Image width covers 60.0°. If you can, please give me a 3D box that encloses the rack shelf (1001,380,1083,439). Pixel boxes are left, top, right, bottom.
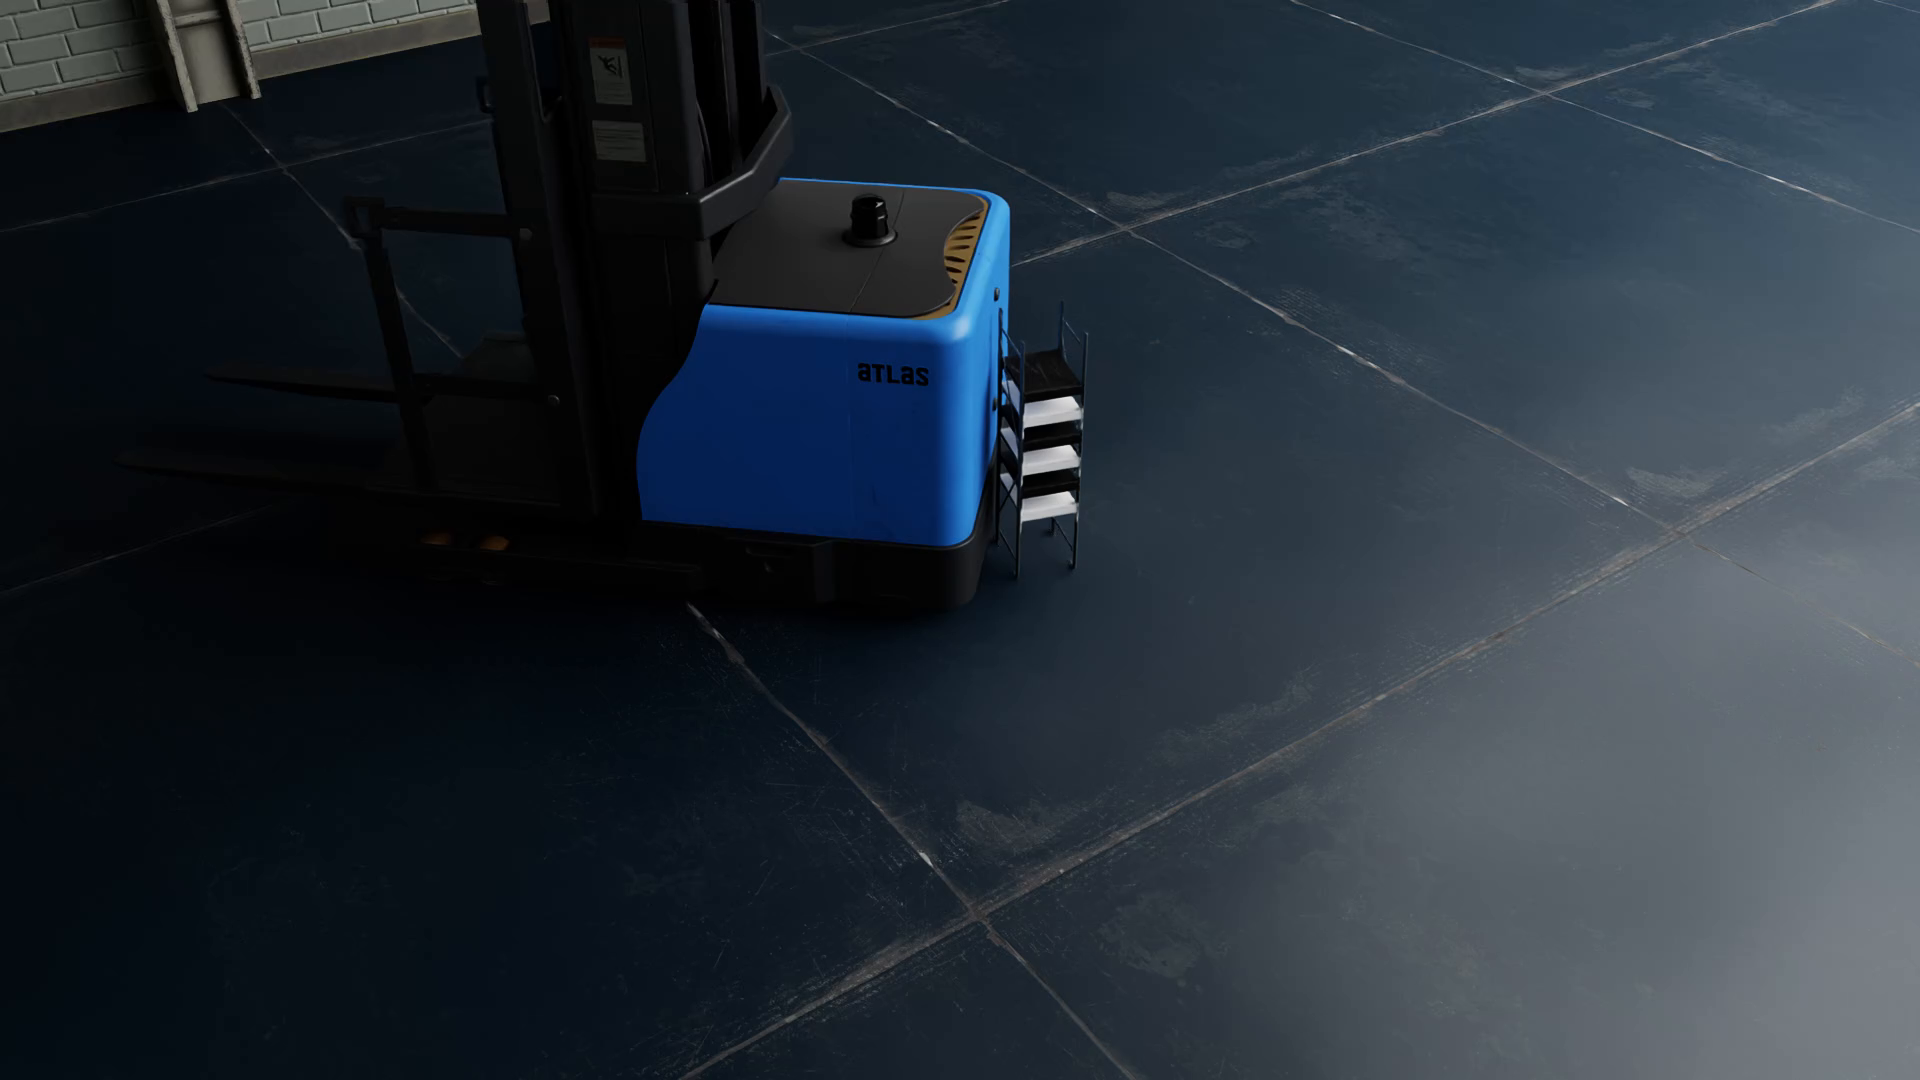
[{"bbox_3d":[0.257,-0.434,5.332,0.200,0.077,0.258,-10,37,-14],"label":"rack shelf"}]

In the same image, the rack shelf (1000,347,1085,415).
[{"bbox_3d":[0.257,-0.507,5.279,0.200,0.077,0.258,-10,37,-14],"label":"rack shelf"}]

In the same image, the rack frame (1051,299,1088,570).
[{"bbox_3d":[0.355,-0.332,5.441,0.006,0.900,0.240,-10,37,-14],"label":"rack frame"}]

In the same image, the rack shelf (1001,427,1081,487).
[{"bbox_3d":[0.257,-0.288,5.437,0.200,0.077,0.258,-10,37,-14],"label":"rack shelf"}]

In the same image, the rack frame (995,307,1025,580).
[{"bbox_3d":[0.160,-0.298,5.394,0.006,0.900,0.240,-10,37,-14],"label":"rack frame"}]

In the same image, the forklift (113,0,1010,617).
[{"bbox_3d":[-1.383,-1.336,5.097,3.031,2.935,1.130,5,36,7],"label":"forklift"}]

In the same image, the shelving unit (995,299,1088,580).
[{"bbox_3d":[0.257,-0.315,5.417,0.210,0.900,0.258,-10,37,-14],"label":"shelving unit"}]

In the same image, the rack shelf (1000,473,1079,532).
[{"bbox_3d":[0.257,-0.142,5.542,0.200,0.077,0.258,-10,37,-14],"label":"rack shelf"}]

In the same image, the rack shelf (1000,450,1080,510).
[{"bbox_3d":[0.257,-0.215,5.489,0.200,0.077,0.258,-10,37,-14],"label":"rack shelf"}]

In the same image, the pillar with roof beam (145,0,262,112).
[{"bbox_3d":[-1.606,-4.039,3.658,0.400,9.000,9.100,-22,41,-28],"label":"pillar with roof beam"}]

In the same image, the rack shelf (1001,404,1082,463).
[{"bbox_3d":[0.257,-0.361,5.384,0.200,0.077,0.258,-10,37,-14],"label":"rack shelf"}]
